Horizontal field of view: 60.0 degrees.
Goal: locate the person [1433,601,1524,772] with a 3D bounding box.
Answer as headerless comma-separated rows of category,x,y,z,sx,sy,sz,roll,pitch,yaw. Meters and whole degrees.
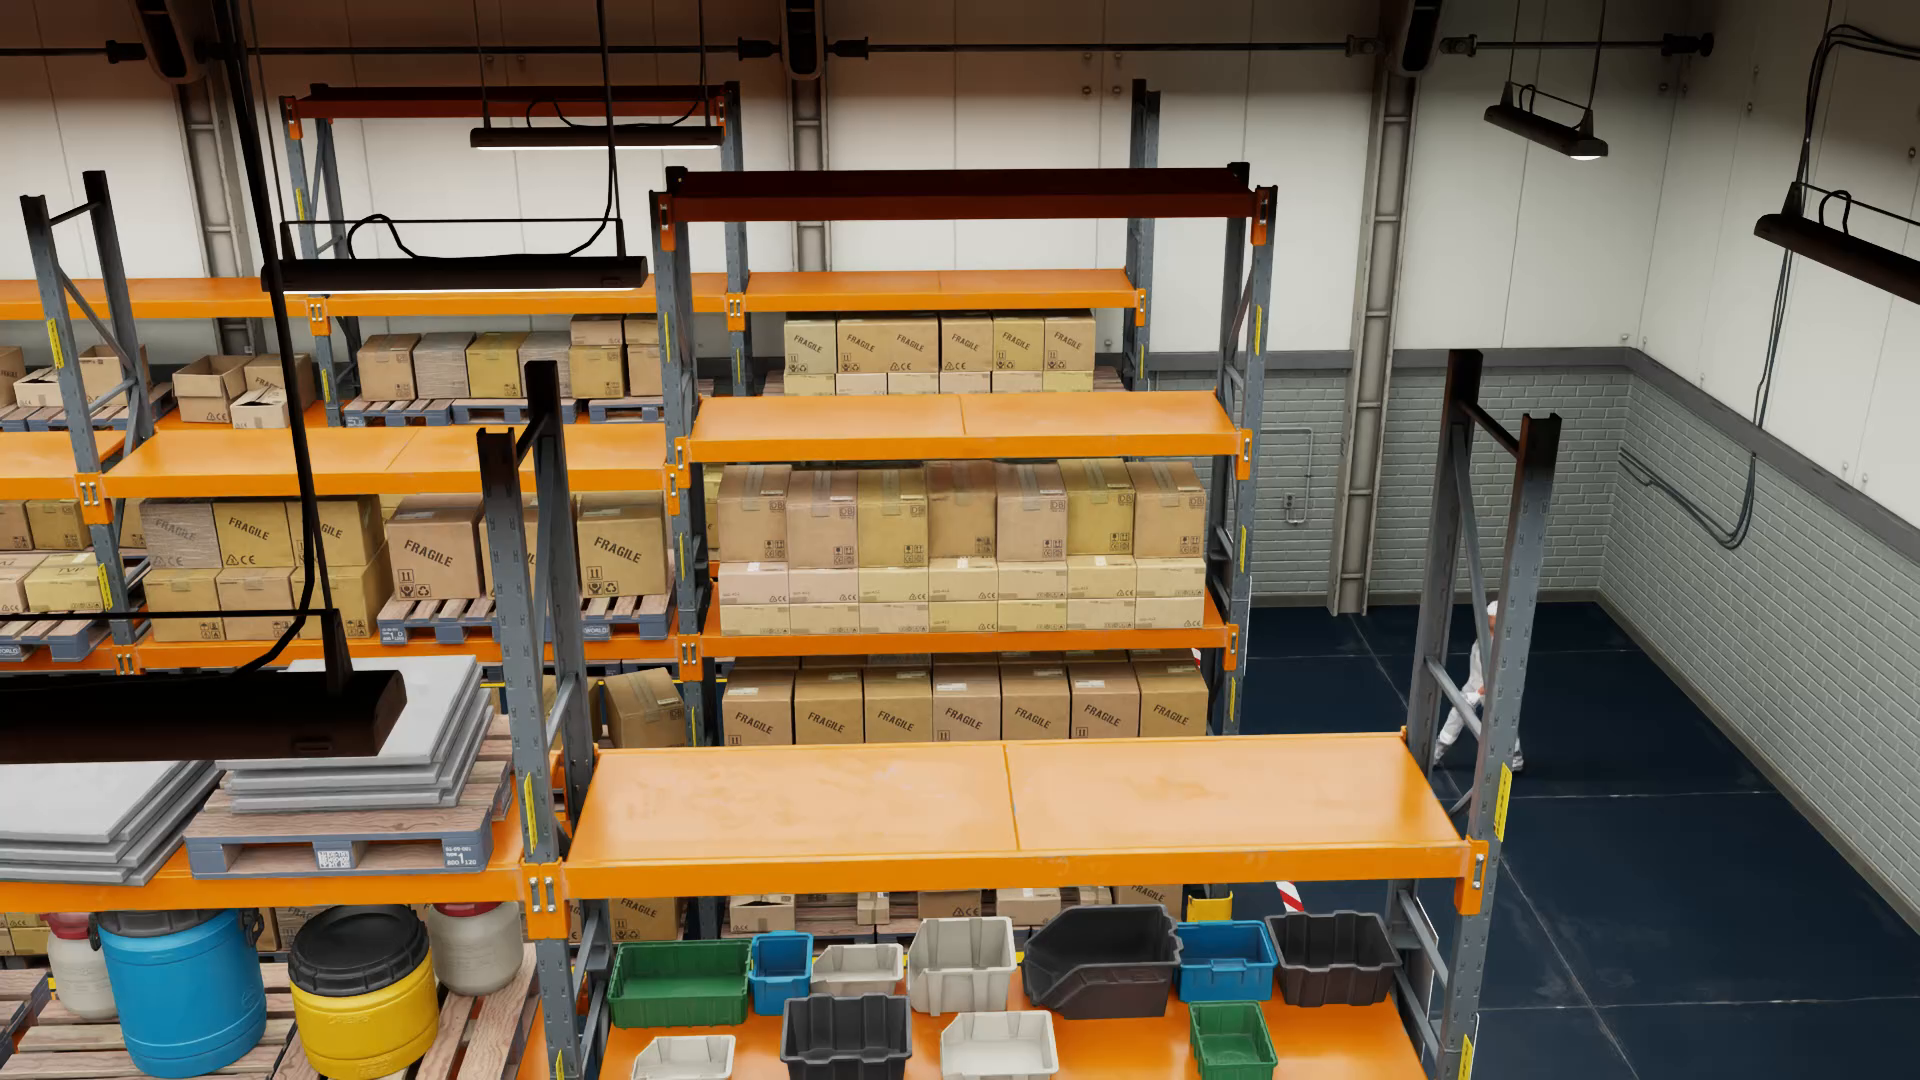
person,4.780,1.358,15.417,1.050,1.720,0.603,-3,22,-6
